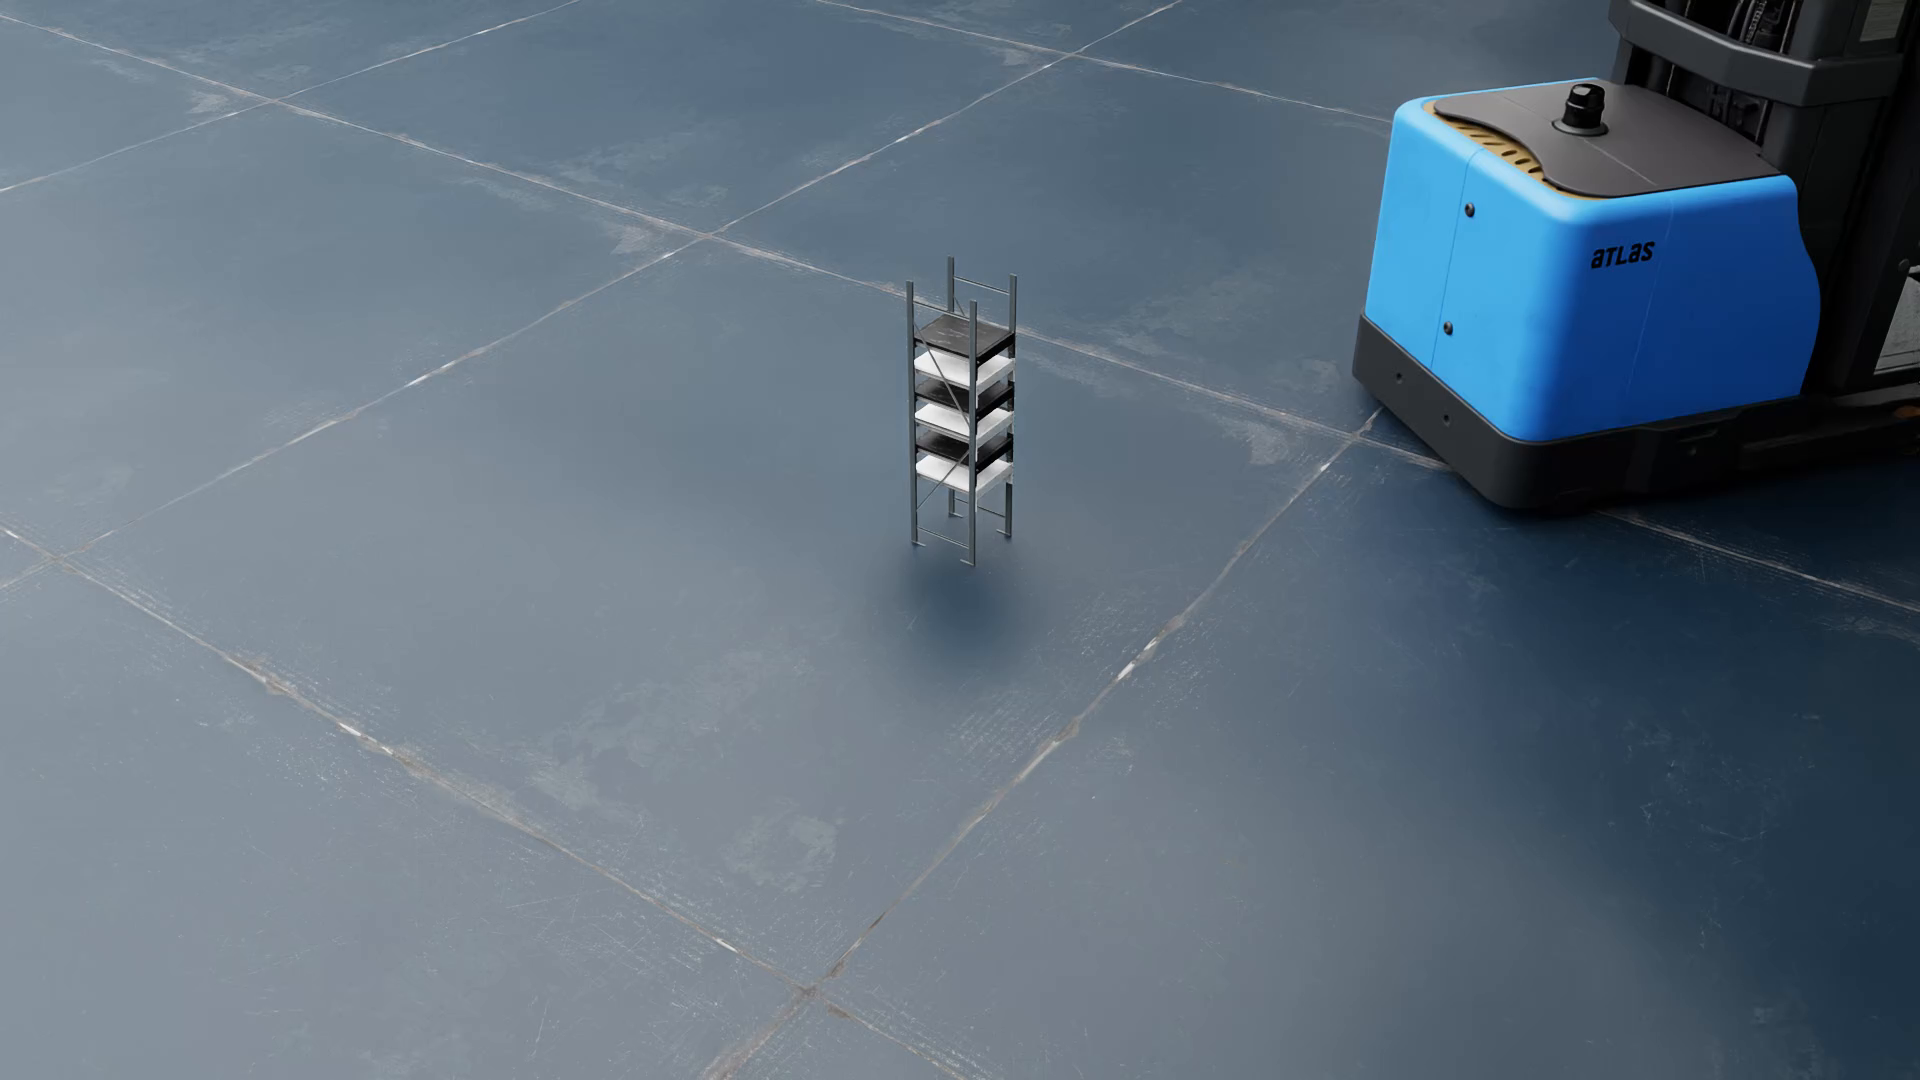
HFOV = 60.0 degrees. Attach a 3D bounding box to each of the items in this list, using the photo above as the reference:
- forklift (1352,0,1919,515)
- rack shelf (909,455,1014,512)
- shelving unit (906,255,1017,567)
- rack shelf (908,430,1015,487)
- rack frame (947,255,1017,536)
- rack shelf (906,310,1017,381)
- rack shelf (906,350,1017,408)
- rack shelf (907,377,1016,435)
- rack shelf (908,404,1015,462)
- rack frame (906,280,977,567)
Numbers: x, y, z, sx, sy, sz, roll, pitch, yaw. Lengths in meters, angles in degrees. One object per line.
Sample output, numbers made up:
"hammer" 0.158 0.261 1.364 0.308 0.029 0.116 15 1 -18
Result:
"forklift" 2.992 -1.776 5.260 3.031 2.935 1.130 -10 35 -15
"rack shelf" 0.005 -0.200 5.123 0.258 0.077 0.200 21 39 28
"shelving unit" 0.005 -0.376 5.003 0.258 0.900 0.210 21 39 28
"rack shelf" 0.005 -0.274 5.073 0.258 0.077 0.200 21 39 28
"rack frame" 0.063 -0.423 5.073 0.240 0.900 0.006 21 39 28
"rack shelf" 0.005 -0.573 4.871 0.258 0.077 0.200 21 39 28
"rack shelf" 0.005 -0.498 4.921 0.258 0.077 0.200 21 39 28
"rack shelf" 0.005 -0.423 4.972 0.258 0.077 0.200 21 39 28
"rack shelf" 0.005 -0.349 5.022 0.258 0.077 0.200 21 39 28
"rack frame" -0.053 -0.330 4.934 0.240 0.900 0.006 21 39 28
